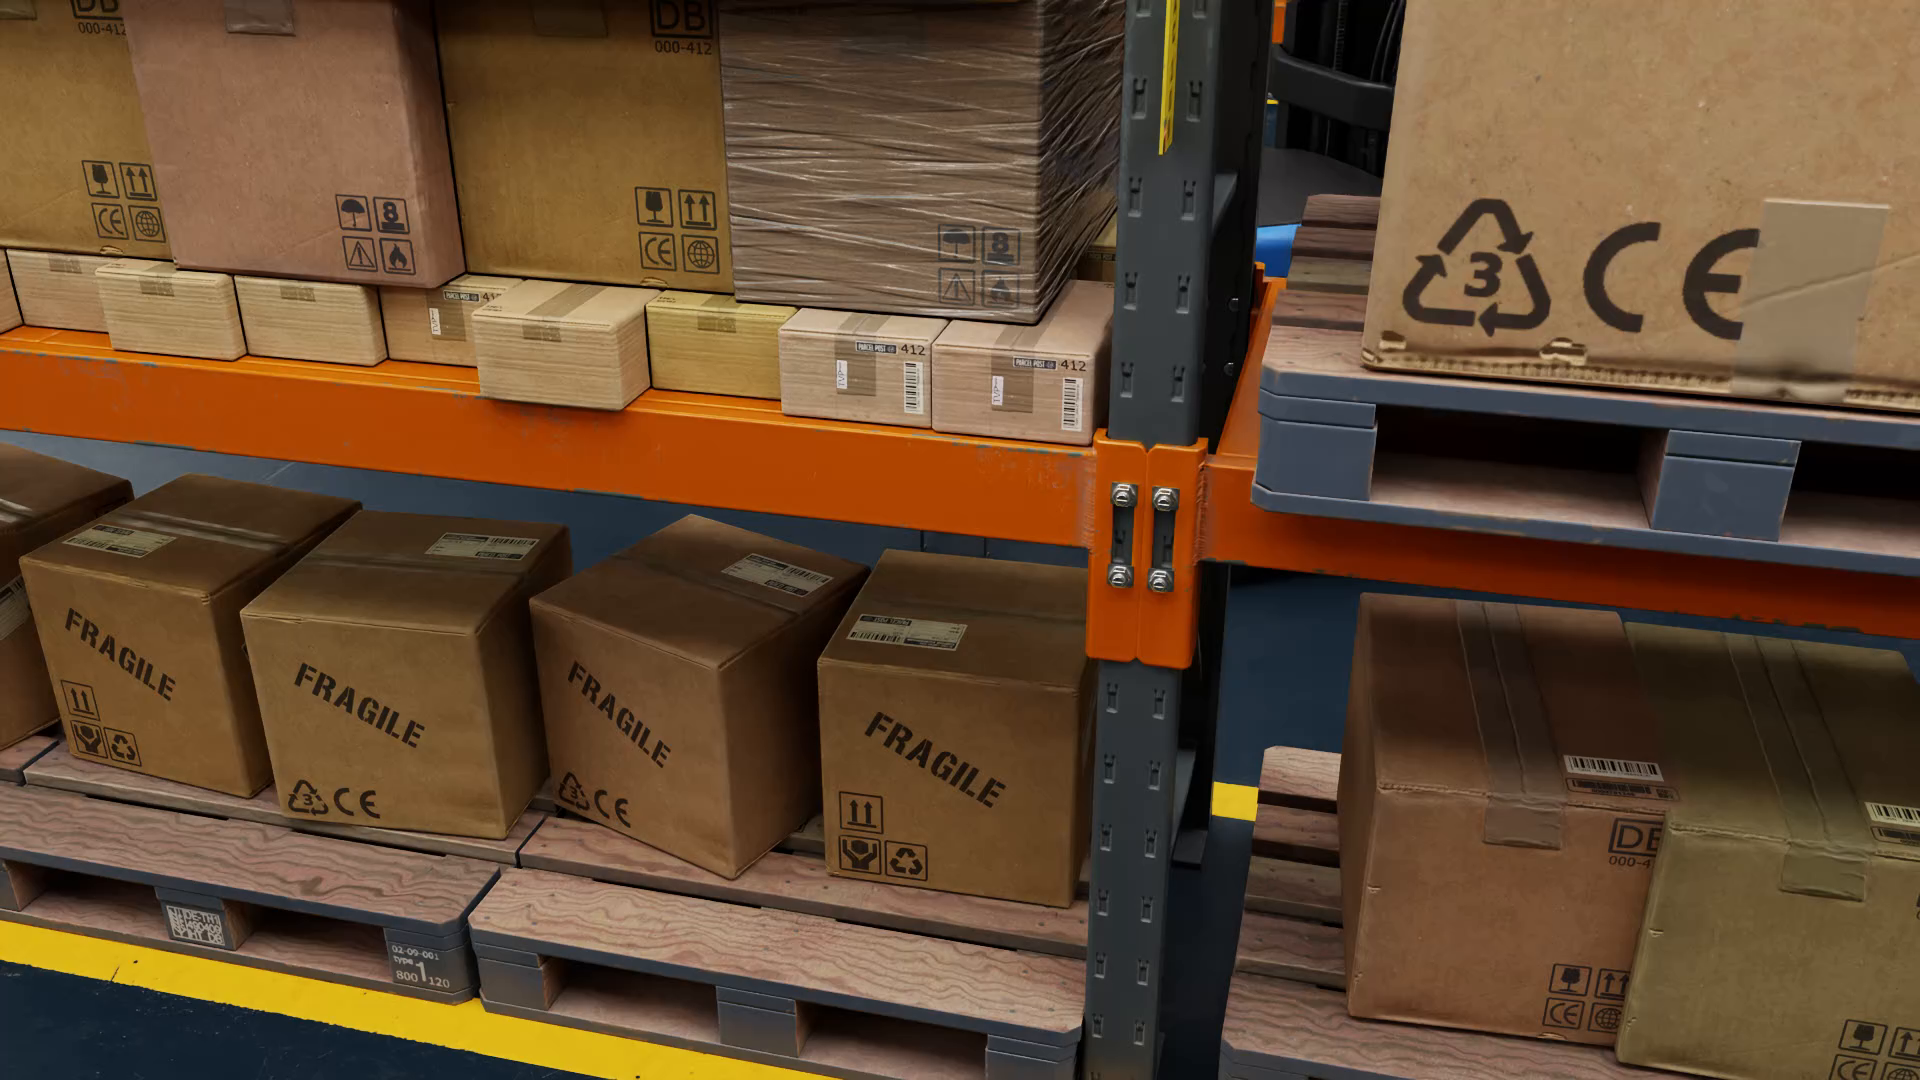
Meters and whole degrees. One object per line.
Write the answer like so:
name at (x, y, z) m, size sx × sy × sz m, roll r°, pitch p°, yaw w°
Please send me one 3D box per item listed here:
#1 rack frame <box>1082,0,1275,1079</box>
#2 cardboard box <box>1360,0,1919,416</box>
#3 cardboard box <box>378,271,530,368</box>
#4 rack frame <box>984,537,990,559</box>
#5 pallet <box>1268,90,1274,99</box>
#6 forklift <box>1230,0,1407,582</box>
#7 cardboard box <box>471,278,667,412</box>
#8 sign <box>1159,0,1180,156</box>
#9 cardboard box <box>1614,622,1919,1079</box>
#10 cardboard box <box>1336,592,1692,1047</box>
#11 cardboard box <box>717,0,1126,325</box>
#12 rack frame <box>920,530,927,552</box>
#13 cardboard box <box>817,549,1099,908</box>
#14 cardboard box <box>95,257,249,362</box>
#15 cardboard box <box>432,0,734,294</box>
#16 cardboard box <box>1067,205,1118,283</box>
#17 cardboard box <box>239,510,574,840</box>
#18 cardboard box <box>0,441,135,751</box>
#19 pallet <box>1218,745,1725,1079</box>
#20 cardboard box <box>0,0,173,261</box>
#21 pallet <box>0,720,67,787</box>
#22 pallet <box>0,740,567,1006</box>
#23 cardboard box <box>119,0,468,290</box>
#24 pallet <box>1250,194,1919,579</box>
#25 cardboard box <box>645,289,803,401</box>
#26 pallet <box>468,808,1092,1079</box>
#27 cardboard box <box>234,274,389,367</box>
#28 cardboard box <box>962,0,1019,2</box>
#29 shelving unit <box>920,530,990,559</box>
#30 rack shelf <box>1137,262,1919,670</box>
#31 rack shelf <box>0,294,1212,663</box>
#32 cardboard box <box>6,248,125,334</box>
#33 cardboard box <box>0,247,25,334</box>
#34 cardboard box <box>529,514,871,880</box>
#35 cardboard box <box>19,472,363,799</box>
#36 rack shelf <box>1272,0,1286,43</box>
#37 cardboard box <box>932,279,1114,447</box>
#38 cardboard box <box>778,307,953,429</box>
rack frame at (0.405, -0.510, 2.832) m, size 0.127 × 3.000 × 1.000 m, roll 6°, pitch 26°, yaw 13°
cardboard box at (1.140, -0.827, 2.312) m, size 1.000 × 1.000 × 1.000 m, roll 6°, pitch 26°, yaw 13°
cardboard box at (-0.822, -0.442, 2.981) m, size 0.250 × 0.149 × 0.380 m, roll 6°, pitch 26°, yaw 13°
rack frame at (0.106, -0.395, 5.032) m, size 0.006 × 0.900 × 0.240 m, roll 6°, pitch 26°, yaw 13°
pallet at (2.116, -3.478, 12.309) m, size 1.213 × 0.211 × 1.003 m, roll 6°, pitch 26°, yaw 13°
forklift at (1.827, -1.569, 5.136) m, size 3.031 × 2.935 × 1.130 m, roll -9°, pitch 27°, yaw -18°
cardboard box at (-0.613, -0.360, 2.810) m, size 0.250 × 0.149 × 0.380 m, roll 6°, pitch 26°, yaw 13°
sign at (0.277, -0.674, 2.170) m, size 0.005 × 0.325 × 0.100 m, roll 6°, pitch 26°, yaw 13°
cardboard box at (1.452, 0.553, 2.994) m, size 0.500 × 0.500 × 0.700 m, roll 6°, pitch 26°, yaw 13°
cardboard box at (0.994, 0.494, 3.118) m, size 0.500 × 0.500 × 0.700 m, roll 4°, pitch 26°, yaw 9°
cardboard box at (-0.015, -0.764, 2.902) m, size 0.500 × 0.500 × 0.875 m, roll 6°, pitch 26°, yaw 13°
rack frame at (-0.091, -0.416, 5.078) m, size 0.006 × 0.900 × 0.240 m, roll 6°, pitch 26°, yaw 13°
cardboard box at (0.028, 0.369, 3.404) m, size 0.500 × 0.500 × 0.500 m, roll 6°, pitch 26°, yaw 11°
cardboard box at (-1.325, -0.464, 3.028) m, size 0.250 × 0.149 × 0.380 m, roll 6°, pitch 26°, yaw 13°
cardboard box at (-0.491, -0.832, 3.045) m, size 0.500 × 0.500 × 0.875 m, roll 6°, pitch 26°, yaw 13°
cardboard box at (0.272, -0.545, 3.198) m, size 0.250 × 0.149 × 0.380 m, roll 6°, pitch 26°, yaw 13°
cardboard box at (-1.150, 0.277, 3.597) m, size 0.500 × 0.500 × 0.500 m, roll 4°, pitch 26°, yaw 8°
cardboard box at (-2.281, 0.124, 3.919) m, size 0.500 × 0.500 × 0.500 m, roll 14°, pitch 29°, yaw 26°
pallet at (1.160, 0.831, 3.258) m, size 1.213 × 0.211 × 1.003 m, roll 6°, pitch 26°, yaw 13°
cardboard box at (-1.474, -0.914, 3.218) m, size 0.500 × 0.500 × 0.875 m, roll 6°, pitch 26°, yaw 13°
pallet at (-2.617, 0.430, 4.101) m, size 1.213 × 0.211 × 1.003 m, roll 6°, pitch 26°, yaw 13°
pallet at (-1.439, 0.562, 3.824) m, size 1.213 × 0.211 × 1.003 m, roll 6°, pitch 26°, yaw 13°
cardboard box at (-1.000, -0.843, 3.070) m, size 0.500 × 0.500 × 0.875 m, roll 6°, pitch 26°, yaw 13°
pallet at (1.109, -0.281, 2.574) m, size 1.213 × 0.211 × 1.003 m, roll 6°, pitch 26°, yaw 13°
cardboard box at (-0.343, -0.380, 2.851) m, size 0.250 × 0.149 × 0.380 m, roll 6°, pitch 26°, yaw 13°
pallet at (-0.254, 0.692, 3.552) m, size 1.213 × 0.211 × 1.003 m, roll 6°, pitch 26°, yaw 13°
cardboard box at (-1.075, -0.452, 3.002) m, size 0.250 × 0.149 × 0.380 m, roll 6°, pitch 26°, yaw 13°
cardboard box at (-0.099, -1.075, 2.392) m, size 0.500 × 0.500 × 0.500 m, roll 6°, pitch 26°, yaw 13°
shelving unit at (0.008, -0.405, 5.055) m, size 0.210 × 0.900 × 0.258 m, roll 6°, pitch 26°, yaw 13°
rack shelf at (2.342, 0.029, 2.537) m, size 4.000 × 0.370 × 1.077 m, roll 6°, pitch 26°, yaw 13°
rack shelf at (-1.532, -0.400, 3.437) m, size 4.000 × 0.370 × 1.077 m, roll 6°, pitch 26°, yaw 13°
cardboard box at (-1.548, -0.523, 3.151) m, size 0.250 × 0.149 × 0.380 m, roll 6°, pitch 26°, yaw 13°
cardboard box at (-1.824, -0.494, 3.091) m, size 0.250 × 0.149 × 0.380 m, roll 6°, pitch 26°, yaw 13°
cardboard box at (-0.529, 0.311, 3.526) m, size 0.500 × 0.500 × 0.500 m, roll 15°, pitch 30°, yaw 29°
cardboard box at (-1.679, 0.199, 3.762) m, size 0.500 × 0.500 × 0.500 m, roll 9°, pitch 27°, yaw 18°
rack shelf at (-0.298, -2.462, 7.768) m, size 4.000 × 0.370 × 1.077 m, roll 6°, pitch 26°, yaw 13°
cardboard box at (0.124, -0.297, 2.678) m, size 0.250 × 0.149 × 0.380 m, roll 6°, pitch 26°, yaw 13°
cardboard box at (-0.116, -0.328, 2.742) m, size 0.250 × 0.149 × 0.380 m, roll 6°, pitch 26°, yaw 13°
